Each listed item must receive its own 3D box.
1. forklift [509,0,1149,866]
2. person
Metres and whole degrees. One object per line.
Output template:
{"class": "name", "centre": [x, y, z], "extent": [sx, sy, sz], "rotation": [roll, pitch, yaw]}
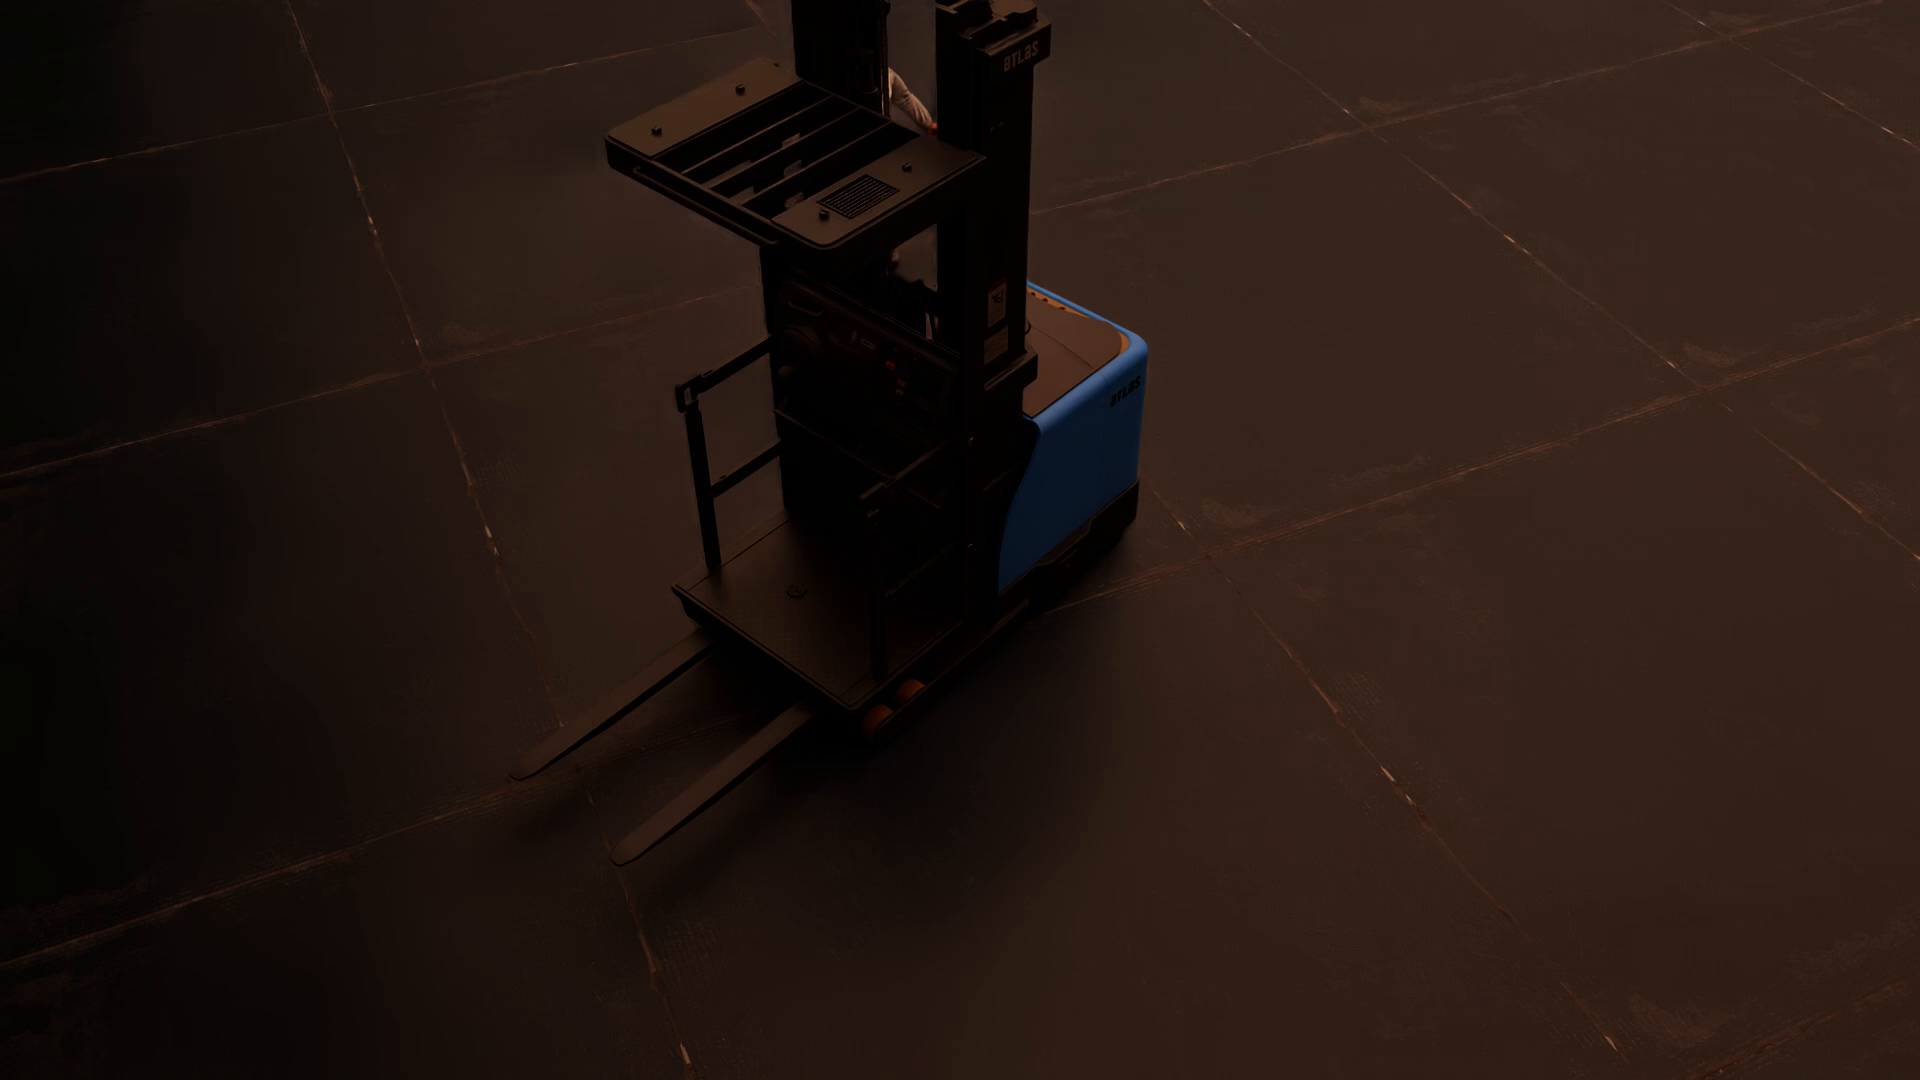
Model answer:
{"class": "forklift", "centre": [-0.519, -0.616, 6.340], "extent": [1.130, 2.935, 3.031], "rotation": [31, 51, 29]}
{"class": "person", "centre": [-0.571, -2.007, 8.851], "extent": [0.526, 1.679, 1.162], "rotation": [34, 53, 31]}
